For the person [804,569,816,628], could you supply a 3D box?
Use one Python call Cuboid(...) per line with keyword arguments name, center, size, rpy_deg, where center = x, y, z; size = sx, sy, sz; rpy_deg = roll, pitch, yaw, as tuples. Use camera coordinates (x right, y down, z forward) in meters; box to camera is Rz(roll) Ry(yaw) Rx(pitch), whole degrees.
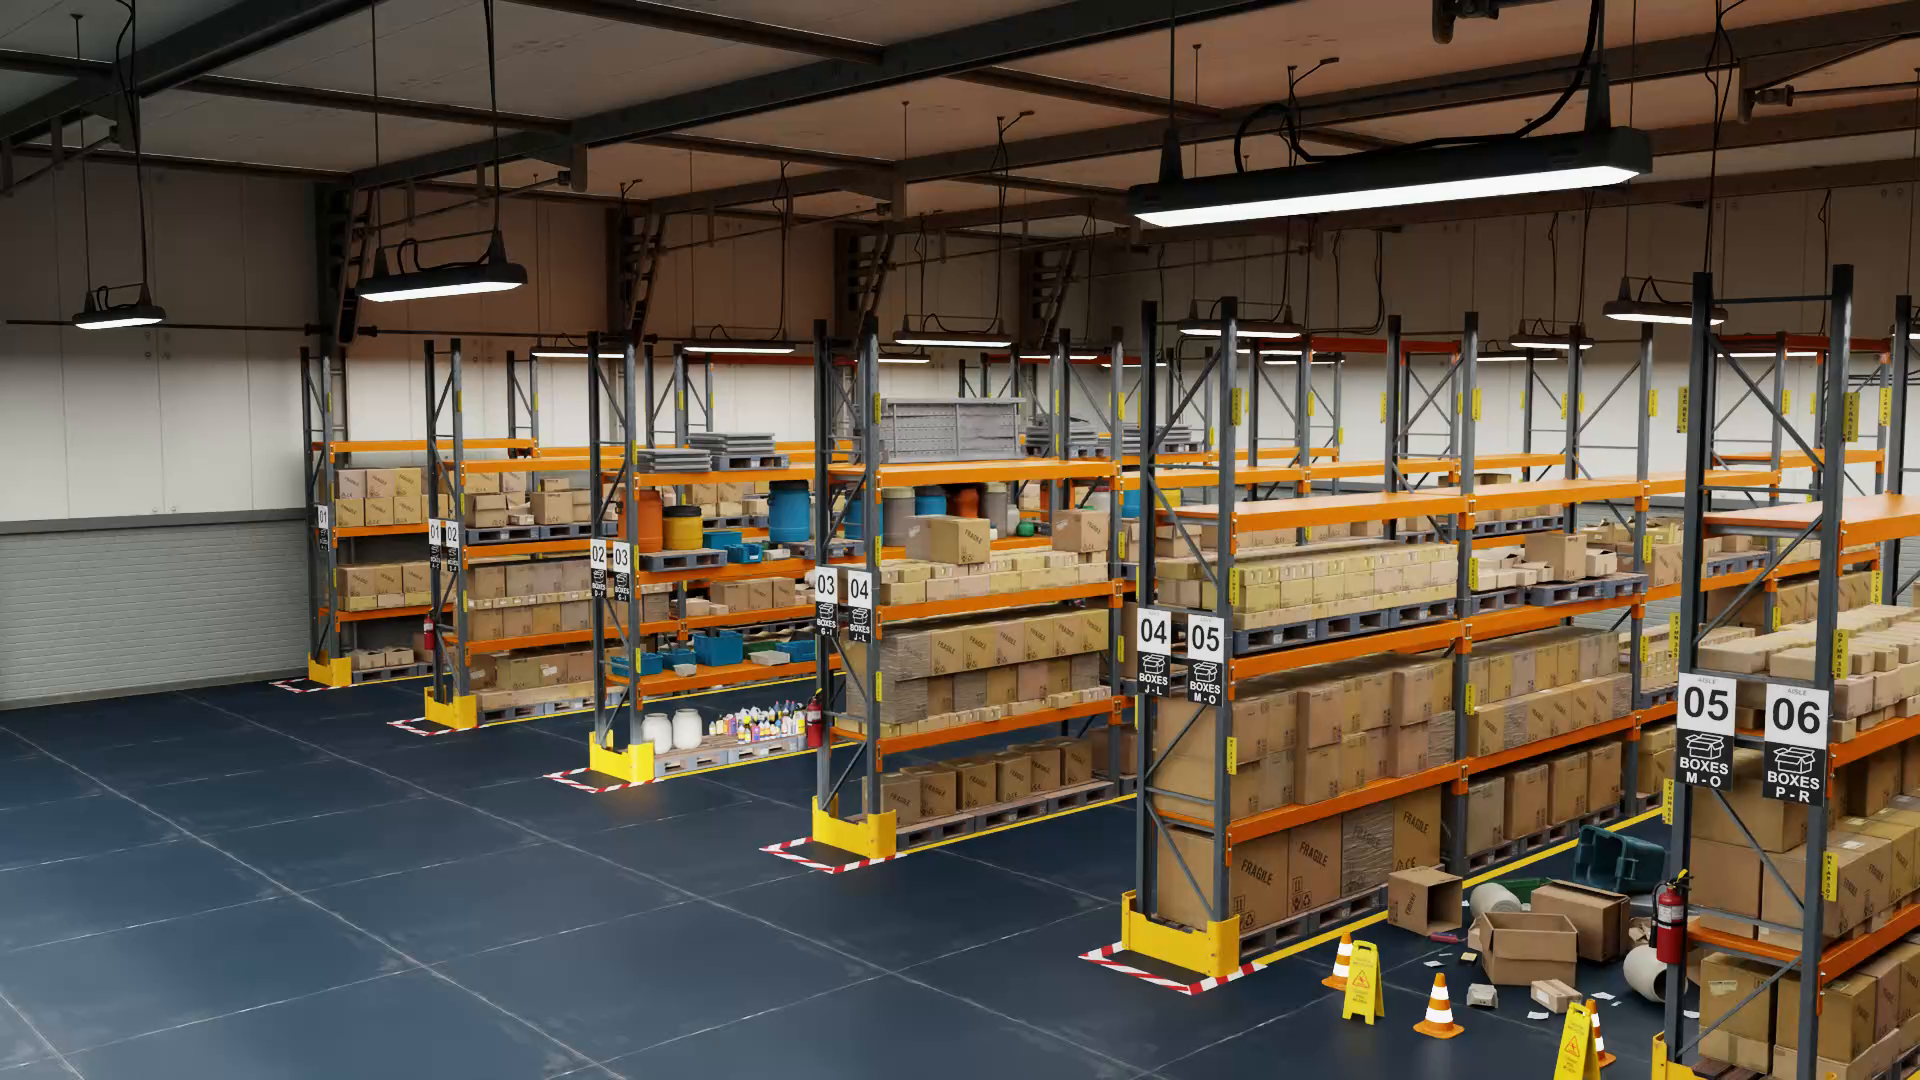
Cuboid(name="person", center=(-2.941, 1.193, 35.268), size=(0.665, 1.743, 0.833), rpy_deg=(3, 6, 28))
